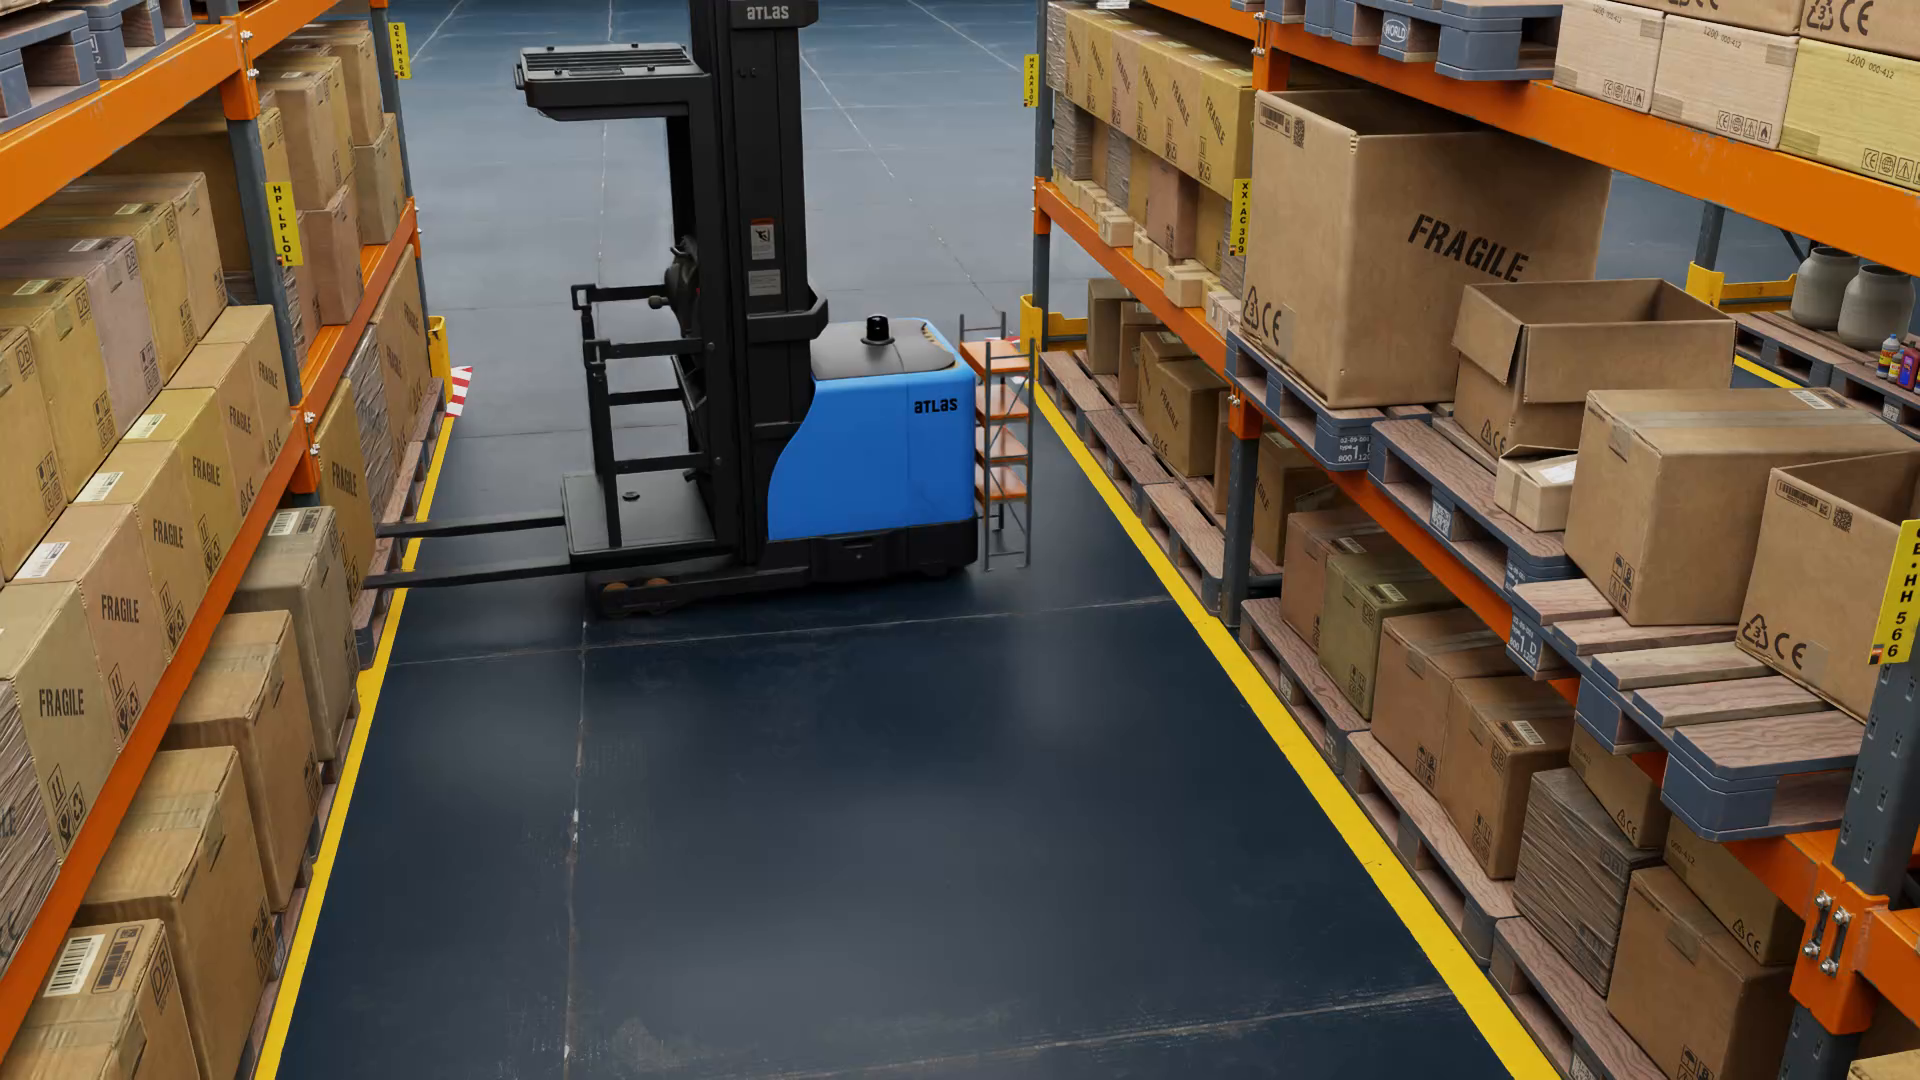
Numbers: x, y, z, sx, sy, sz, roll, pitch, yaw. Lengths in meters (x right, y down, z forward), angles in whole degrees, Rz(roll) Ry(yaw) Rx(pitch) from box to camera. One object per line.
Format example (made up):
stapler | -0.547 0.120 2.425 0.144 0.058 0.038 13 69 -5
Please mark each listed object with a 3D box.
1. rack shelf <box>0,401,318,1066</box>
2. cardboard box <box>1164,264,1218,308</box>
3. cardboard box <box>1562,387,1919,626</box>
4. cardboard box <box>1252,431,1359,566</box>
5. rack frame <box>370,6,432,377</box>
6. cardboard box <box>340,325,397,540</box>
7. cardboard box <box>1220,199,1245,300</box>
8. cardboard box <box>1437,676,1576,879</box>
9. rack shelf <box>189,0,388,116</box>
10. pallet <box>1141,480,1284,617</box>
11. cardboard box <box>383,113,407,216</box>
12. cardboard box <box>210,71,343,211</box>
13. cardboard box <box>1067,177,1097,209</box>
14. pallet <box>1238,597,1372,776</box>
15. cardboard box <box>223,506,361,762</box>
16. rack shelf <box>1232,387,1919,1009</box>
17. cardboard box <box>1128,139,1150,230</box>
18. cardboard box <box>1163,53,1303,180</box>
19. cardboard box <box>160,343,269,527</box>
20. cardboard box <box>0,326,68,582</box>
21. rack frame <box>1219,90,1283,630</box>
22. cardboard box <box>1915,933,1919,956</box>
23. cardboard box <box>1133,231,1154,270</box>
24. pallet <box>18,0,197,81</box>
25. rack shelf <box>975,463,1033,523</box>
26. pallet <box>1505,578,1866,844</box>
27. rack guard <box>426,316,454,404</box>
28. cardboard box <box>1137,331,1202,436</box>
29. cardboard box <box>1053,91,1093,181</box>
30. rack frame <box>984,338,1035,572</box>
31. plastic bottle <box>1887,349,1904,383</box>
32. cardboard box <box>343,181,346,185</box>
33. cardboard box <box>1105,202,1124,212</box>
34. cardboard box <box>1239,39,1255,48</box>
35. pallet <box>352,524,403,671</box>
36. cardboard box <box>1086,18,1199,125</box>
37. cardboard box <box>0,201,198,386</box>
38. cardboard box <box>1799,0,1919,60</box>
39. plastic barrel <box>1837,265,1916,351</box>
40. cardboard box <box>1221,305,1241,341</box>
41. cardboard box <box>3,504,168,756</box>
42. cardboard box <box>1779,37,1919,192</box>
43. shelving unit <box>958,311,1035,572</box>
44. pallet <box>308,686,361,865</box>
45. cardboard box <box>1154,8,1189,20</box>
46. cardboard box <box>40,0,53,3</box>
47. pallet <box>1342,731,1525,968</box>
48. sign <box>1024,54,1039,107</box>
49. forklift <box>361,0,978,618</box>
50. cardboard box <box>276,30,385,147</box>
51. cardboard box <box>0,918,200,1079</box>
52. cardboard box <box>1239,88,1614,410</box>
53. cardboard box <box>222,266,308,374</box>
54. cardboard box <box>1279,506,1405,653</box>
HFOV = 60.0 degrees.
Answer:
rack shelf | -2.791 0.428 4.920 1.077 0.370 4.000 -4 24 -10
cardboard box | 1.224 -1.255 8.189 0.380 0.149 0.250 -4 24 -10
cardboard box | 2.132 -0.102 4.586 0.700 0.500 0.500 -1 24 -2
cardboard box | 1.698 -0.222 8.110 0.500 0.500 0.500 -5 24 -11
rack frame | -3.900 -2.261 10.180 1.000 3.000 0.127 -4 24 -10
cardboard box | -3.378 -0.514 8.308 0.875 0.875 0.875 -4 24 -9
cardboard box | 1.710 -1.379 7.663 0.875 0.500 0.500 -4 24 -10
cardboard box | 2.102 0.800 5.743 0.700 0.500 0.500 -2 24 -5
rack shelf | -3.530 -2.520 7.922 1.077 0.370 4.000 -4 24 -10
pallet | 1.574 0.001 8.484 1.003 0.211 1.213 -4 24 -10
cardboard box | -3.787 -2.187 9.823 0.875 0.550 0.550 -4 24 -10
cardboard box | -3.376 -1.829 7.655 0.875 0.550 0.550 -4 24 -10
cardboard box | 0.870 -2.145 10.226 0.380 0.149 0.250 -4 24 -10
pallet | 1.878 0.569 7.184 1.003 0.211 1.213 -4 24 -10
cardboard box | -2.957 0.388 6.400 1.050 0.750 0.750 -4 24 -10
rack shelf | 2.103 0.101 5.670 1.077 0.370 4.000 -4 24 -10
cardboard box | 1.409 -1.967 9.010 0.875 0.500 0.500 -4 24 -10
cardboard box | 1.285 -2.009 7.856 0.500 0.500 0.500 -4 24 -10
cardboard box | -2.708 -0.350 5.678 0.500 0.500 0.500 -5 24 -10
cardboard box | -2.686 -0.196 4.078 0.700 0.500 0.500 -5 24 -11
rack frame | 1.733 -1.015 7.327 1.000 3.000 0.127 -4 24 -10
cardboard box | 2.295 0.724 3.221 0.500 0.500 0.500 -4 24 -8
cardboard box | 1.141 -1.554 8.874 0.380 0.149 0.250 -4 24 -10
pallet | -2.942 -1.618 5.198 0.805 0.209 1.217 -5 24 -12
rack shelf | 0.177 -0.255 8.499 0.258 0.148 0.480 -6 24 -14
pallet | 2.236 0.374 4.387 1.213 0.211 1.003 -4 24 -10
rack guard | -3.905 -1.125 10.702 1.175 0.500 0.348 -4 24 -10
cardboard box | 1.333 -0.908 9.681 0.500 0.500 0.500 -2 24 -5
cardboard box | 1.068 -2.552 10.350 0.875 0.500 0.500 -4 24 -10
rack frame | 0.240 -0.405 8.177 0.240 1.200 0.015 -6 24 -14
plastic bottle | 5.909 -1.097 10.462 0.097 0.201 0.097 0 24 0
cardboard box | -3.545 -1.538 8.336 0.875 0.550 0.500 -4 24 -10
cardboard box | 1.049 -1.853 9.558 0.380 0.149 0.250 -4 24 -10
cardboard box | 1.713 -2.245 8.396 0.500 0.500 0.500 -4 24 -10
pallet | -3.224 0.285 7.834 1.003 0.211 1.213 -4 24 -10
cardboard box | 1.006 -2.599 9.206 0.500 0.500 0.500 -4 24 -10
cardboard box | -2.966 -0.795 5.448 0.700 0.500 0.500 -5 24 -11
cardboard box | 2.138 -1.261 3.391 0.500 0.500 0.500 -4 24 -8
plastic barrel | 6.150 -1.557 11.151 0.421 0.512 0.421 0 24 0
cardboard box | 1.404 -0.963 7.521 0.380 0.149 0.250 -4 24 -10
cardboard box | -2.428 0.245 4.317 0.500 0.500 0.500 -4 24 -10
cardboard box | 2.143 -0.917 3.541 0.500 0.250 0.500 -4 24 -10
shelving unit | 0.177 -0.499 8.393 0.258 1.200 0.503 -6 24 -14
pallet | -2.944 0.888 6.453 1.003 0.211 1.213 -4 24 -10
cardboard box | 1.436 -2.835 9.747 0.500 0.500 0.500 -4 24 -10
cardboard box | -2.620 -1.587 4.349 0.500 0.311 0.500 -5 24 -12
pallet | 2.107 1.050 6.083 1.003 0.211 1.213 -4 24 -10
sign | 0.460 -2.945 10.664 0.100 0.325 0.005 -4 24 -10
forklift | -1.486 -1.205 7.847 3.031 2.935 1.130 -6 24 -14
cardboard box | -3.677 -2.467 9.113 0.875 0.550 0.550 -4 24 -10
cardboard box | -2.445 1.478 3.905 1.050 0.750 0.750 -5 24 -10
cardboard box | 1.742 -1.160 6.383 1.000 1.000 1.000 -4 24 -9
cardboard box | -3.240 -0.901 6.878 0.875 0.550 0.550 -4 24 -10
cardboard box | 1.825 0.172 7.182 0.700 0.500 0.500 -6 24 -14
